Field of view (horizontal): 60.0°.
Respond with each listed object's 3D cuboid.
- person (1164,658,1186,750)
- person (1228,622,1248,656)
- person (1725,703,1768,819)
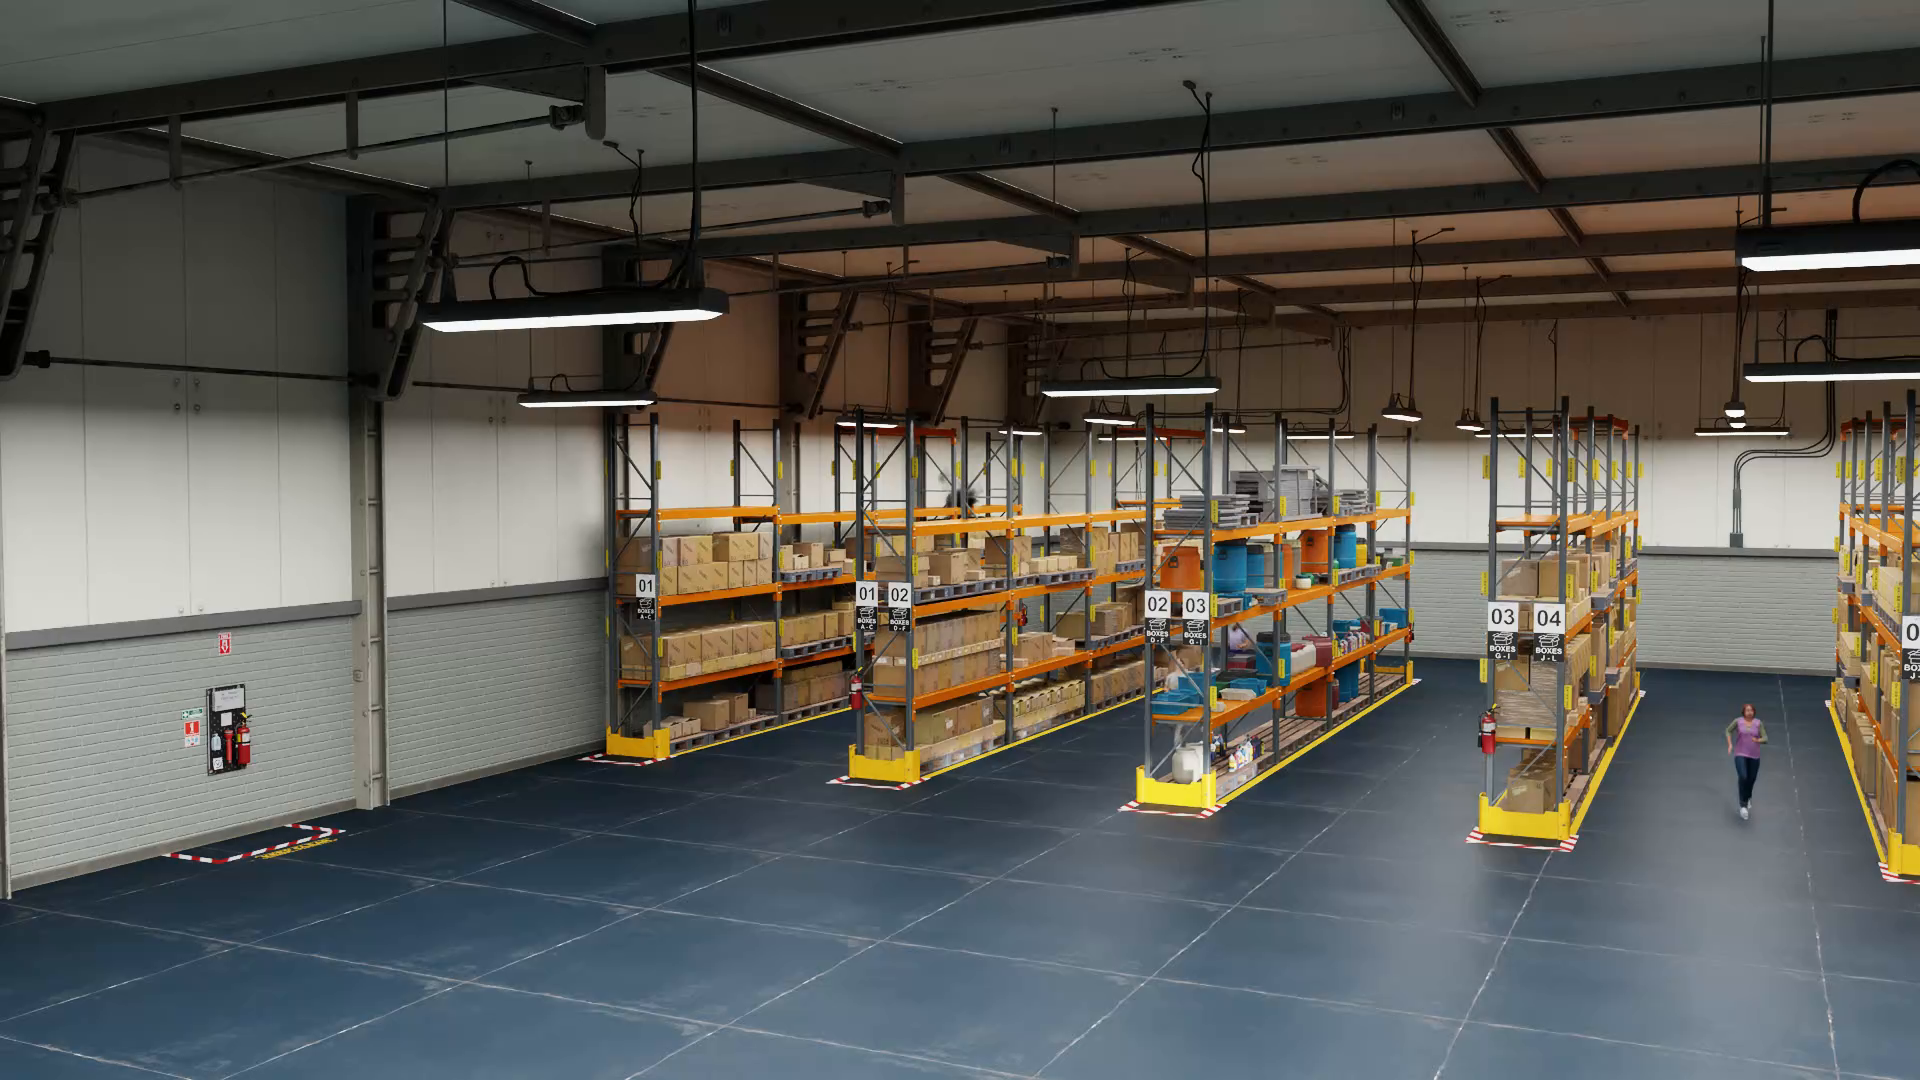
[{"bbox_3d":[3.934,2.938,29.886,0.565,1.626,0.573,1,3,17],"label":"person"},{"bbox_3d":[6.229,2.612,37.754,0.620,1.603,0.823,1,2,14],"label":"person"},{"bbox_3d":[11.426,3.171,24.151,0.516,1.632,0.754,1,2,14],"label":"person"}]
